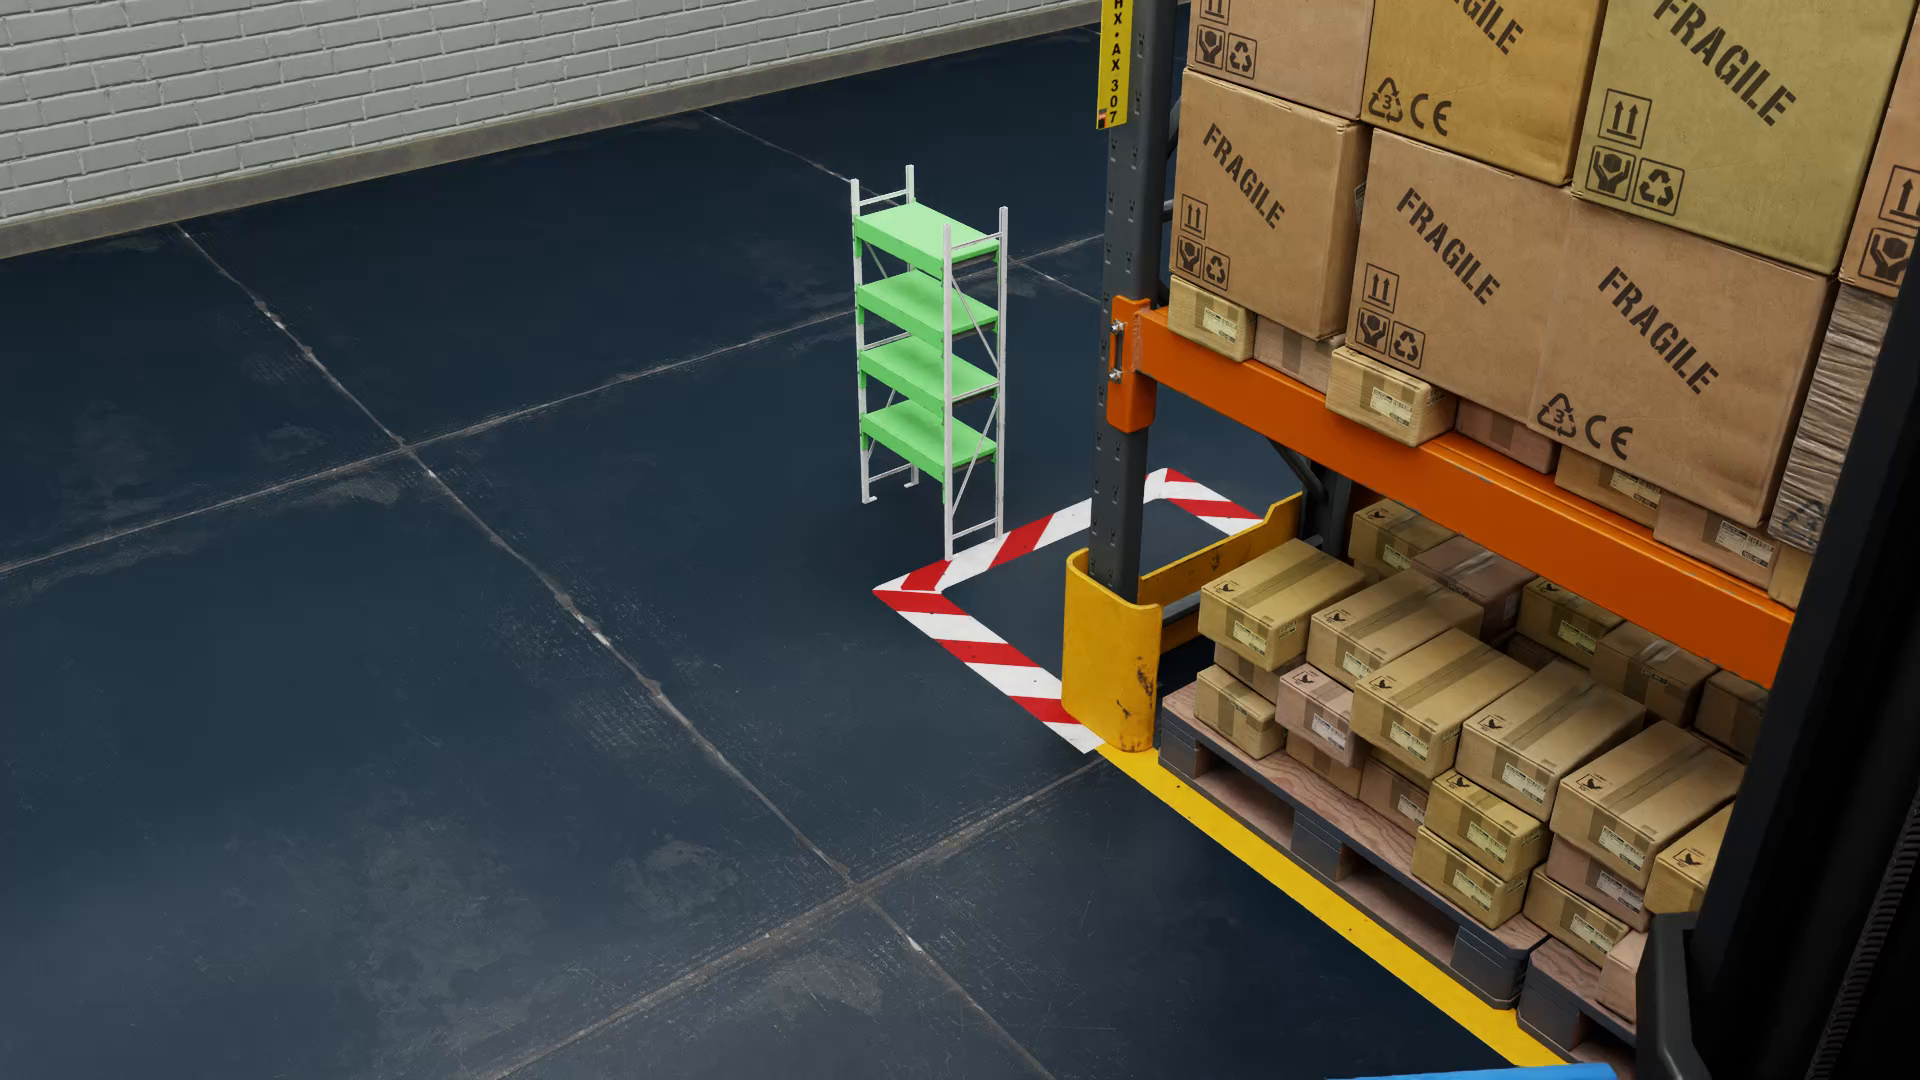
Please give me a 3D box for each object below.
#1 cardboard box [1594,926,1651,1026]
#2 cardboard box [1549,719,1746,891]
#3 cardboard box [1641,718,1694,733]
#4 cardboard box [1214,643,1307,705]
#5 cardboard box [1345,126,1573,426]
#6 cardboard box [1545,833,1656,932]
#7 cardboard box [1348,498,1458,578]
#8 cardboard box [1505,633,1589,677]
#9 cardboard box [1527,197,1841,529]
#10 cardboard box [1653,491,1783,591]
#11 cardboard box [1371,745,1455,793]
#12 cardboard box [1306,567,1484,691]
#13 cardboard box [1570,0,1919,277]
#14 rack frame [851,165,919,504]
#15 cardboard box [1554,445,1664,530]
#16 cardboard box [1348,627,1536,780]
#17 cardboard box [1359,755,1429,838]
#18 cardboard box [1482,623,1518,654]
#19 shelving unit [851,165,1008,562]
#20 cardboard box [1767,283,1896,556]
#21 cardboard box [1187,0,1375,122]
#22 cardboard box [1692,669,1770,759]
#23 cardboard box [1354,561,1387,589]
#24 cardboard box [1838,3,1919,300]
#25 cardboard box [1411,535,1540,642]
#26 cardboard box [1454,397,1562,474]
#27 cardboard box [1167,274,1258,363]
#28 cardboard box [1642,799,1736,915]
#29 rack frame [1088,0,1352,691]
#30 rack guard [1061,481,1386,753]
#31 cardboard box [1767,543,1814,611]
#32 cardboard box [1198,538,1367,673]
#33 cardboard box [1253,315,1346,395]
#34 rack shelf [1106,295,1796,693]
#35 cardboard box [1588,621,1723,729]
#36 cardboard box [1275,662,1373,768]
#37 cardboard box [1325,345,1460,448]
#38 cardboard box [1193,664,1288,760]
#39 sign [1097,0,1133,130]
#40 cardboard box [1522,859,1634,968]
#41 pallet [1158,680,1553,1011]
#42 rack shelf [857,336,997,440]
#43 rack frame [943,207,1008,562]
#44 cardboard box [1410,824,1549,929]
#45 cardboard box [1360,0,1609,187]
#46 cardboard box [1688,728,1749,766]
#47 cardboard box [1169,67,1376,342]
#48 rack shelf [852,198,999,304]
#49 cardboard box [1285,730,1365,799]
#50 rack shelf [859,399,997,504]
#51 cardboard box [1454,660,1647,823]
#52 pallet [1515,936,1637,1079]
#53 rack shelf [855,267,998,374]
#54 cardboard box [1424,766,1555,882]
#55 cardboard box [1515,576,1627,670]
[{"bbox_3d":[1.633,0.946,3.688,0.380,0.149,0.250,-24,39,-34],"label":"cardboard box"},{"bbox_3d":[1.546,0.584,3.707,0.380,0.149,0.250,-21,37,-30],"label":"cardboard box"},{"bbox_3d":[1.748,0.454,4.199,0.380,0.149,0.250,-23,38,-32],"label":"cardboard box"},{"bbox_3d":[0.914,0.266,4.501,0.380,0.149,0.250,-21,37,-29],"label":"cardboard box"},{"bbox_3d":[1.201,-0.619,3.527,0.500,0.500,0.500,-22,38,-31],"label":"cardboard box"},{"bbox_3d":[1.567,0.694,3.812,0.380,0.149,0.250,-24,39,-34],"label":"cardboard box"},{"bbox_3d":[1.320,-0.023,4.684,0.380,0.149,0.250,-22,38,-31],"label":"cardboard box"},{"bbox_3d":[1.665,0.308,4.433,0.380,0.149,0.250,-24,39,-33],"label":"cardboard box"},{"bbox_3d":[1.491,-0.411,3.192,0.500,0.500,0.500,-22,38,-31],"label":"cardboard box"},{"bbox_3d":[1.590,-0.075,3.266,0.380,0.149,0.250,-23,39,-32],"label":"cardboard box"},{"bbox_3d":[1.257,0.472,4.169,0.380,0.149,0.250,-22,38,-31],"label":"cardboard box"},{"bbox_3d":[1.113,0.242,4.257,0.380,0.149,0.250,-22,38,-31],"label":"cardboard box"},{"bbox_3d":[1.477,-0.830,2.919,0.500,0.500,0.500,-23,39,-32],"label":"cardboard box"},{"bbox_3d":[-0.251,-0.680,5.708,0.240,1.200,0.015,-22,38,-31],"label":"rack frame"},{"bbox_3d":[1.461,-0.187,3.446,0.380,0.149,0.250,-23,38,-32],"label":"cardboard box"},{"bbox_3d":[1.166,0.389,4.021,0.380,0.149,0.250,-22,38,-32],"label":"cardboard box"},{"bbox_3d":[1.247,0.597,4.250,0.380,0.149,0.250,-22,38,-31],"label":"cardboard box"},{"bbox_3d":[1.462,0.219,4.577,0.380,0.149,0.250,-23,39,-32],"label":"cardboard box"},{"bbox_3d":[-0.102,-0.579,5.545,0.258,1.200,0.503,-22,38,-31],"label":"shelving unit"},{"bbox_3d":[1.809,-0.201,2.853,0.500,0.500,0.500,-23,39,-33],"label":"cardboard box"},{"bbox_3d":[0.861,-1.262,3.615,0.500,0.500,0.500,-23,38,-32],"label":"cardboard box"},{"bbox_3d":[2.006,0.389,4.020,0.380,0.149,0.250,-21,37,-30],"label":"cardboard box"},{"bbox_3d":[1.345,0.092,4.781,0.380,0.149,0.250,-23,39,-33],"label":"cardboard box"},{"bbox_3d":[1.792,-0.619,2.579,0.500,0.500,0.500,-24,39,-33],"label":"cardboard box"},{"bbox_3d":[1.429,0.100,4.486,0.380,0.149,0.250,-21,38,-30],"label":"cardboard box"},{"bbox_3d":[1.314,-0.308,3.641,0.380,0.149,0.250,-20,37,-29],"label":"cardboard box"},{"bbox_3d":[0.735,-0.594,4.101,0.380,0.149,0.250,-23,38,-32],"label":"cardboard box"},{"bbox_3d":[1.671,0.709,3.506,0.380,0.149,0.250,-22,38,-31],"label":"cardboard box"},{"bbox_3d":[0.796,-0.942,4.423,1.000,3.000,0.127,-22,38,-31],"label":"rack frame"},{"bbox_3d":[0.842,0.152,5.032,1.175,0.500,0.348,-22,38,-31],"label":"rack guard"},{"bbox_3d":[1.732,0.040,3.081,0.380,0.149,0.250,-21,37,-30],"label":"cardboard box"},{"bbox_3d":[0.848,0.166,4.379,0.380,0.149,0.250,-24,39,-33],"label":"cardboard box"},{"bbox_3d":[0.924,-0.501,3.952,0.380,0.149,0.250,-21,37,-30],"label":"cardboard box"},{"bbox_3d":[2.022,0.197,3.271,1.077,0.370,4.000,-22,38,-31],"label":"rack shelf"},{"bbox_3d":[1.797,0.295,4.171,0.380,0.149,0.250,-24,39,-33],"label":"cardboard box"},{"bbox_3d":[1.037,0.398,4.288,0.380,0.149,0.250,-22,38,-32],"label":"cardboard box"},{"bbox_3d":[1.047,-0.372,3.744,0.380,0.149,0.250,-23,39,-33],"label":"cardboard box"},{"bbox_3d":[0.864,0.413,4.546,0.380,0.149,0.250,-21,38,-30],"label":"cardboard box"},{"bbox_3d":[0.367,-1.134,3.912,0.100,0.325,0.005,-22,38,-31],"label":"sign"},{"bbox_3d":[1.549,0.814,3.900,0.380,0.149,0.250,-22,38,-31],"label":"cardboard box"},{"bbox_3d":[1.312,0.625,4.544,1.003,0.211,1.213,-22,38,-31],"label":"pallet"},{"bbox_3d":[-0.102,-0.524,5.578,0.258,0.148,0.480,-22,38,-31],"label":"rack shelf"},{"bbox_3d":[0.048,-0.477,5.381,0.240,1.200,0.015,-22,38,-31],"label":"rack frame"},{"bbox_3d":[1.317,0.739,4.022,0.380,0.149,0.250,-22,38,-31],"label":"cardboard box"},{"bbox_3d":[1.176,-1.054,3.280,0.500,0.500,0.500,-21,38,-30],"label":"cardboard box"},{"bbox_3d":[1.992,0.520,4.092,0.380,0.149,0.250,-22,38,-31],"label":"cardboard box"},{"bbox_3d":[0.853,-0.834,3.873,0.500,0.500,0.500,-20,37,-29],"label":"cardboard box"},{"bbox_3d":[-0.102,-0.932,5.325,0.258,0.148,0.480,-22,38,-31],"label":"rack shelf"},{"bbox_3d":[1.089,0.495,4.413,0.380,0.149,0.250,-22,38,-32],"label":"cardboard box"},{"bbox_3d":[-0.102,-0.321,5.705,0.258,0.148,0.480,-22,38,-31],"label":"rack shelf"},{"bbox_3d":[1.383,0.466,3.898,0.380,0.149,0.250,-24,39,-34],"label":"cardboard box"},{"bbox_3d":[2.056,1.133,3.726,1.003,0.211,1.213,-22,38,-31],"label":"pallet"},{"bbox_3d":[-0.102,-0.728,5.452,0.258,0.148,0.480,-22,38,-31],"label":"rack shelf"},{"bbox_3d":[1.329,0.614,3.941,0.380,0.149,0.250,-21,38,-30],"label":"cardboard box"},{"bbox_3d":[1.688,0.167,4.378,0.380,0.149,0.250,-23,39,-32],"label":"cardboard box"}]
